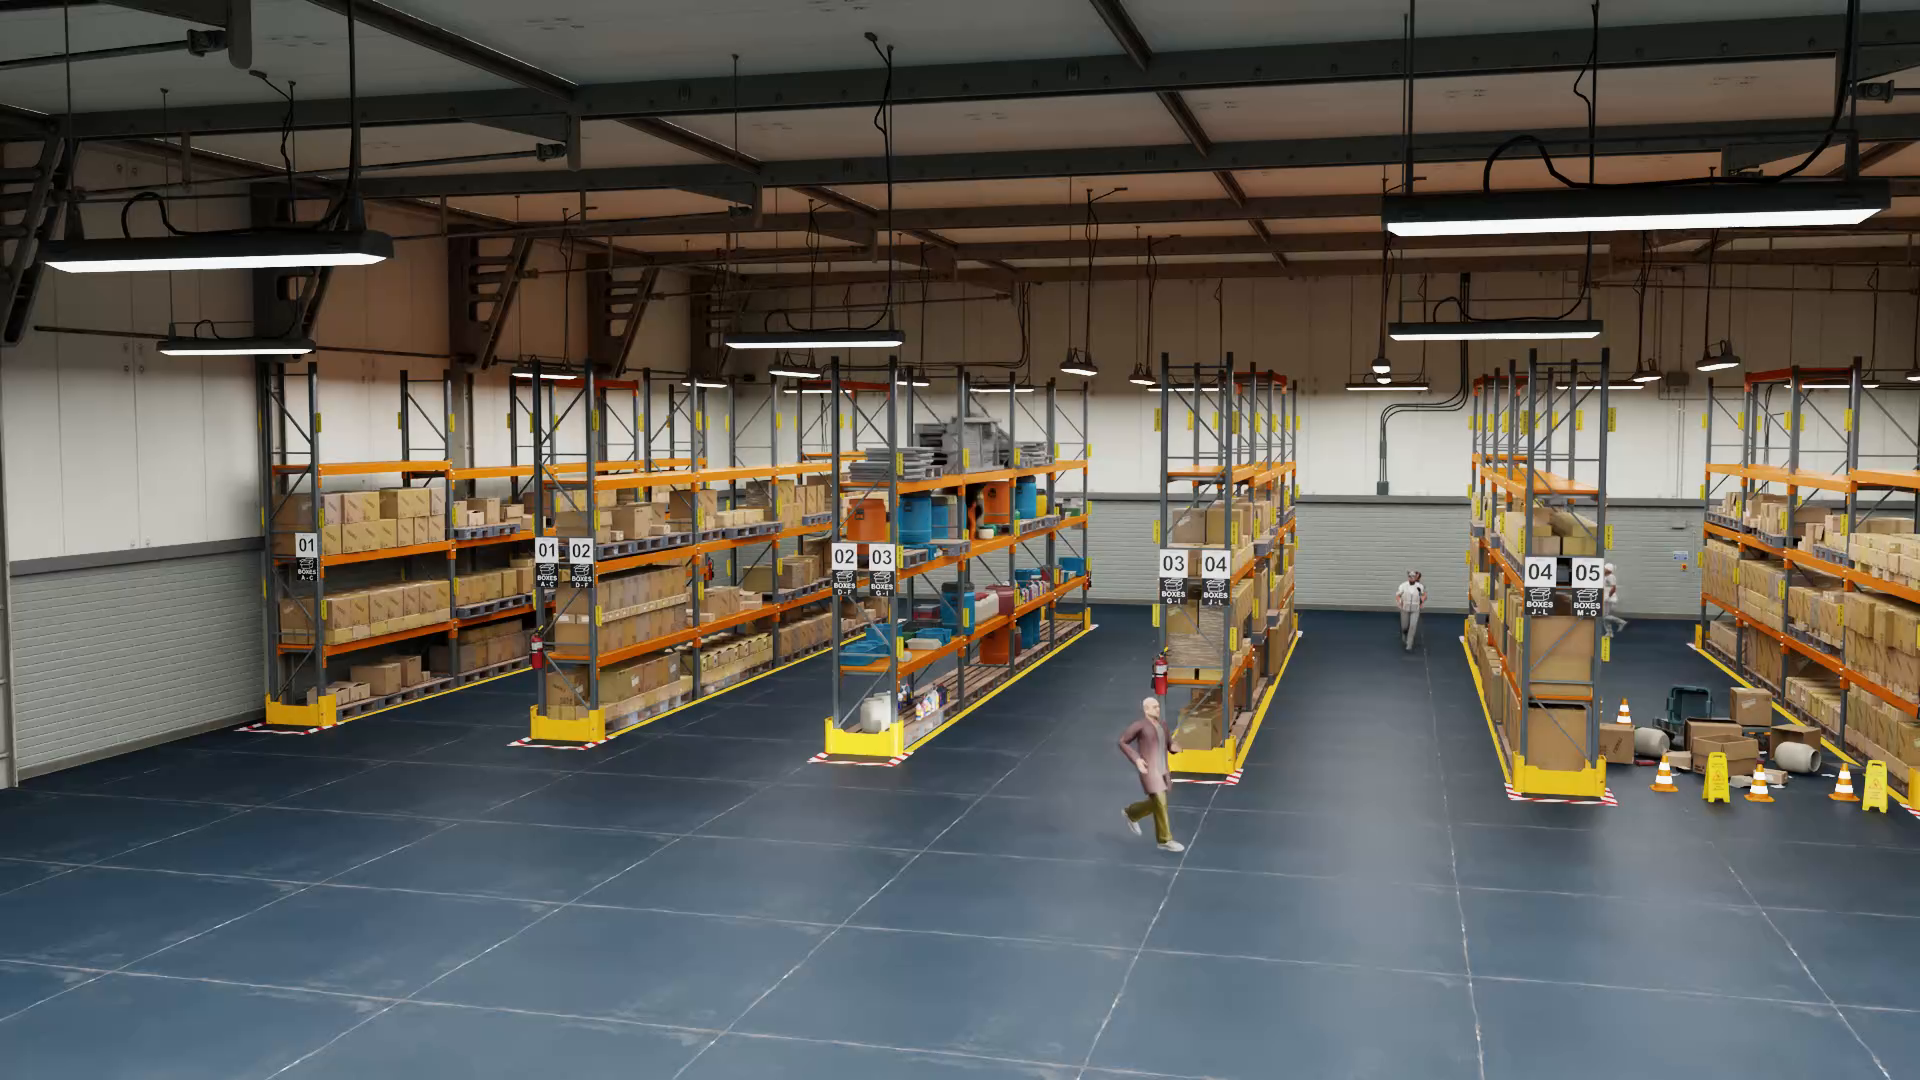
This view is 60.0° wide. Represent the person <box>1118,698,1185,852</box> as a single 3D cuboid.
[{"bbox_3d":[2.255,2.731,19.590,1.021,1.754,0.715,4,6,45],"label":"person"}]

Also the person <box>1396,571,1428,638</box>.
[{"bbox_3d":[10.492,1.517,38.559,0.481,1.574,0.661,-4,5,-41],"label":"person"}]

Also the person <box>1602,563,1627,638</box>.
[{"bbox_3d":[15.134,1.426,38.615,0.669,1.755,0.693,2,4,23],"label":"person"}]

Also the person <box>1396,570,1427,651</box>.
[{"bbox_3d":[10.007,1.543,36.884,0.665,1.775,0.864,1,4,14],"label":"person"}]
